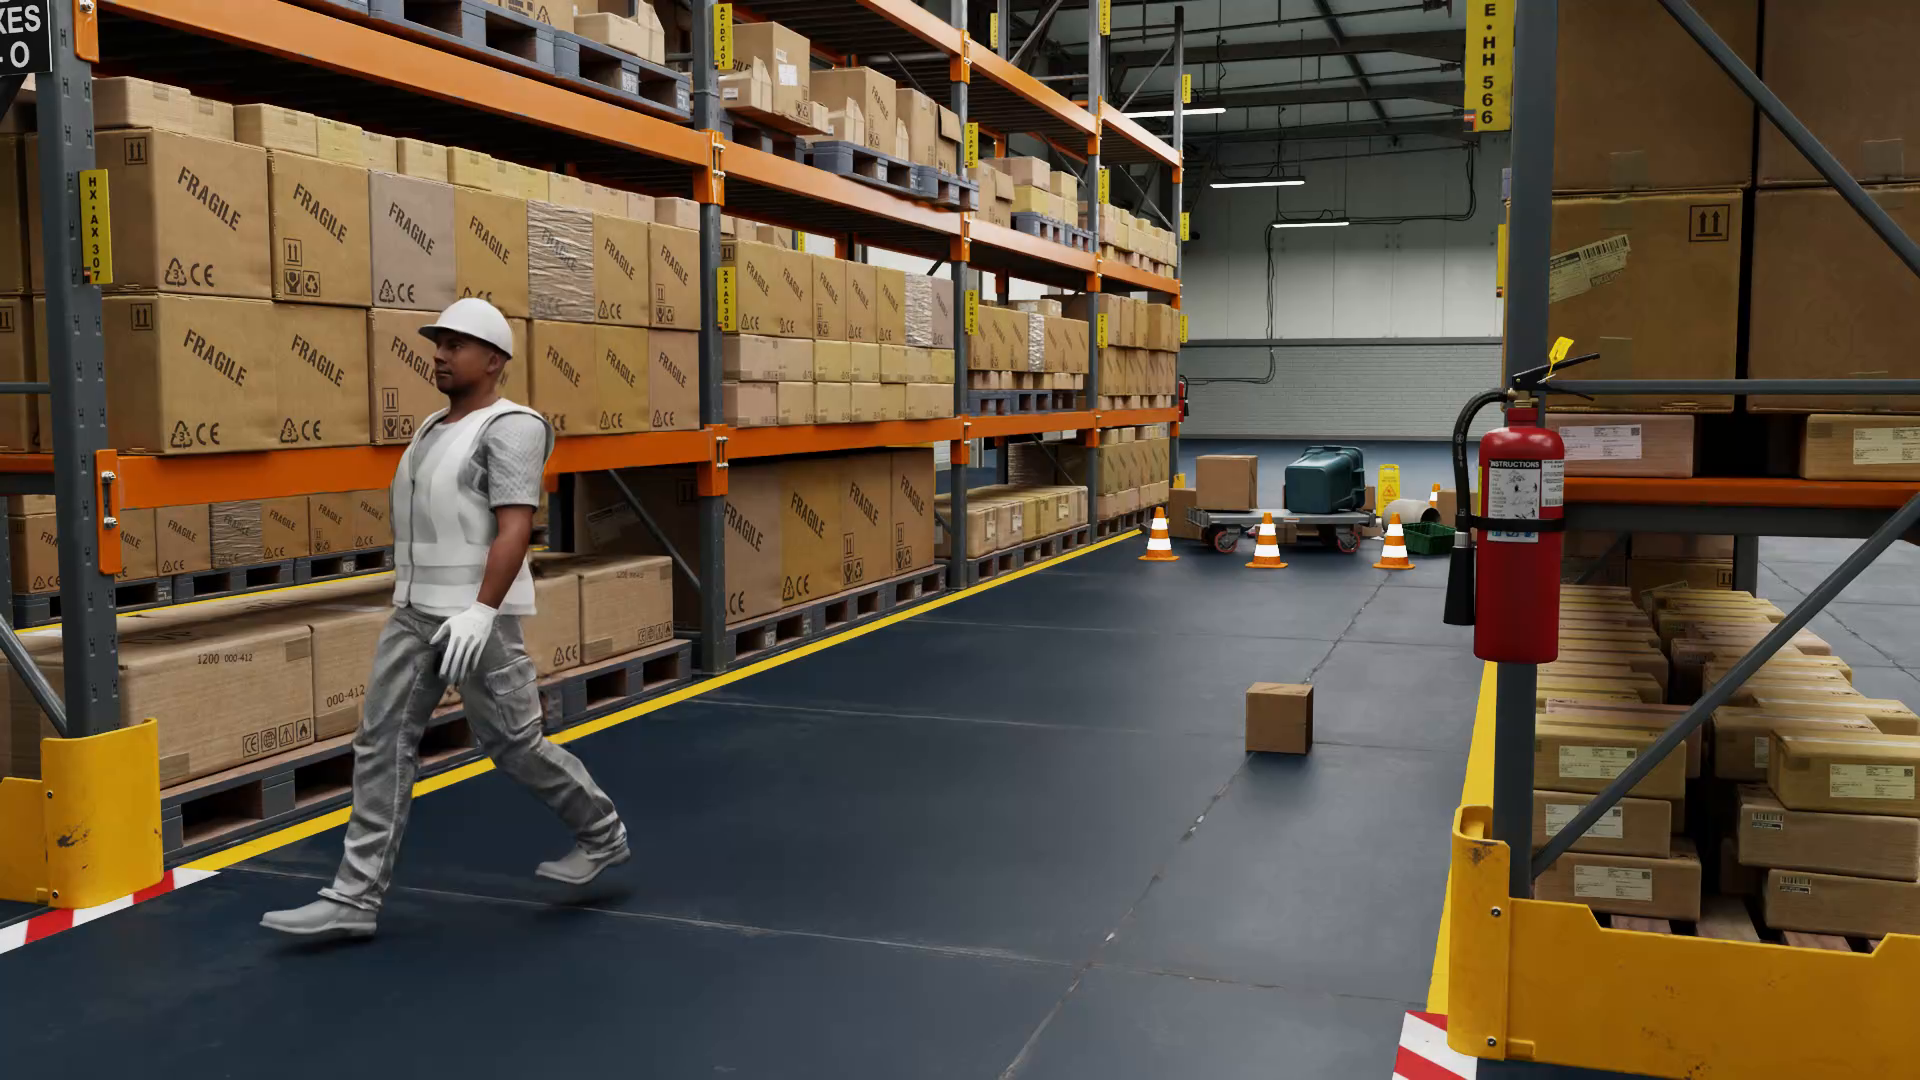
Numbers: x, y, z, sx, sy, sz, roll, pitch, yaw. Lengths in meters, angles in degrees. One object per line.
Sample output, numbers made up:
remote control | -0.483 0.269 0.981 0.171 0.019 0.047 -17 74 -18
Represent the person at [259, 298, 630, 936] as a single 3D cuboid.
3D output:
person | -1.409 0.204 4.609 0.600 1.744 1.018 5 7 42
